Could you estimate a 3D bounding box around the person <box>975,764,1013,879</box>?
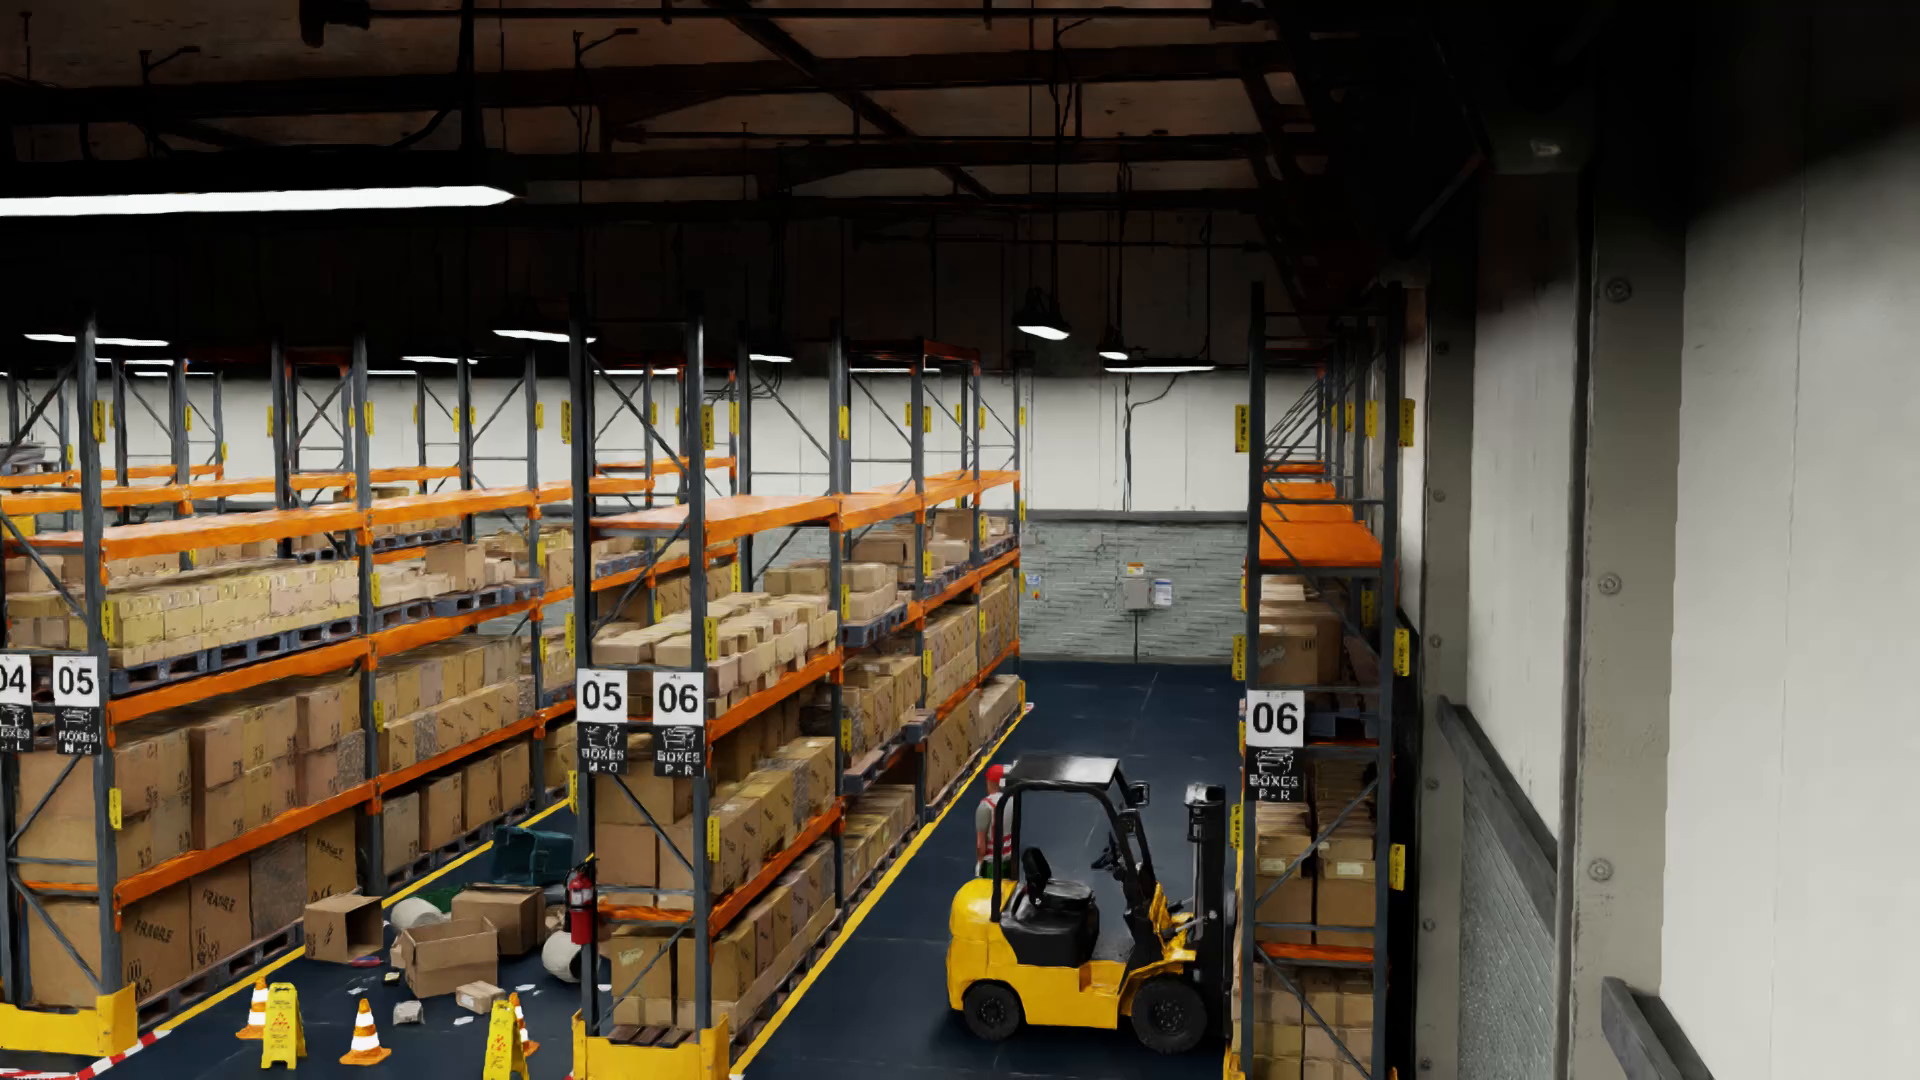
[{"bbox_3d":[0.288,2.964,15.694,0.493,1.725,0.601,4,6,39],"label":"person"}]
